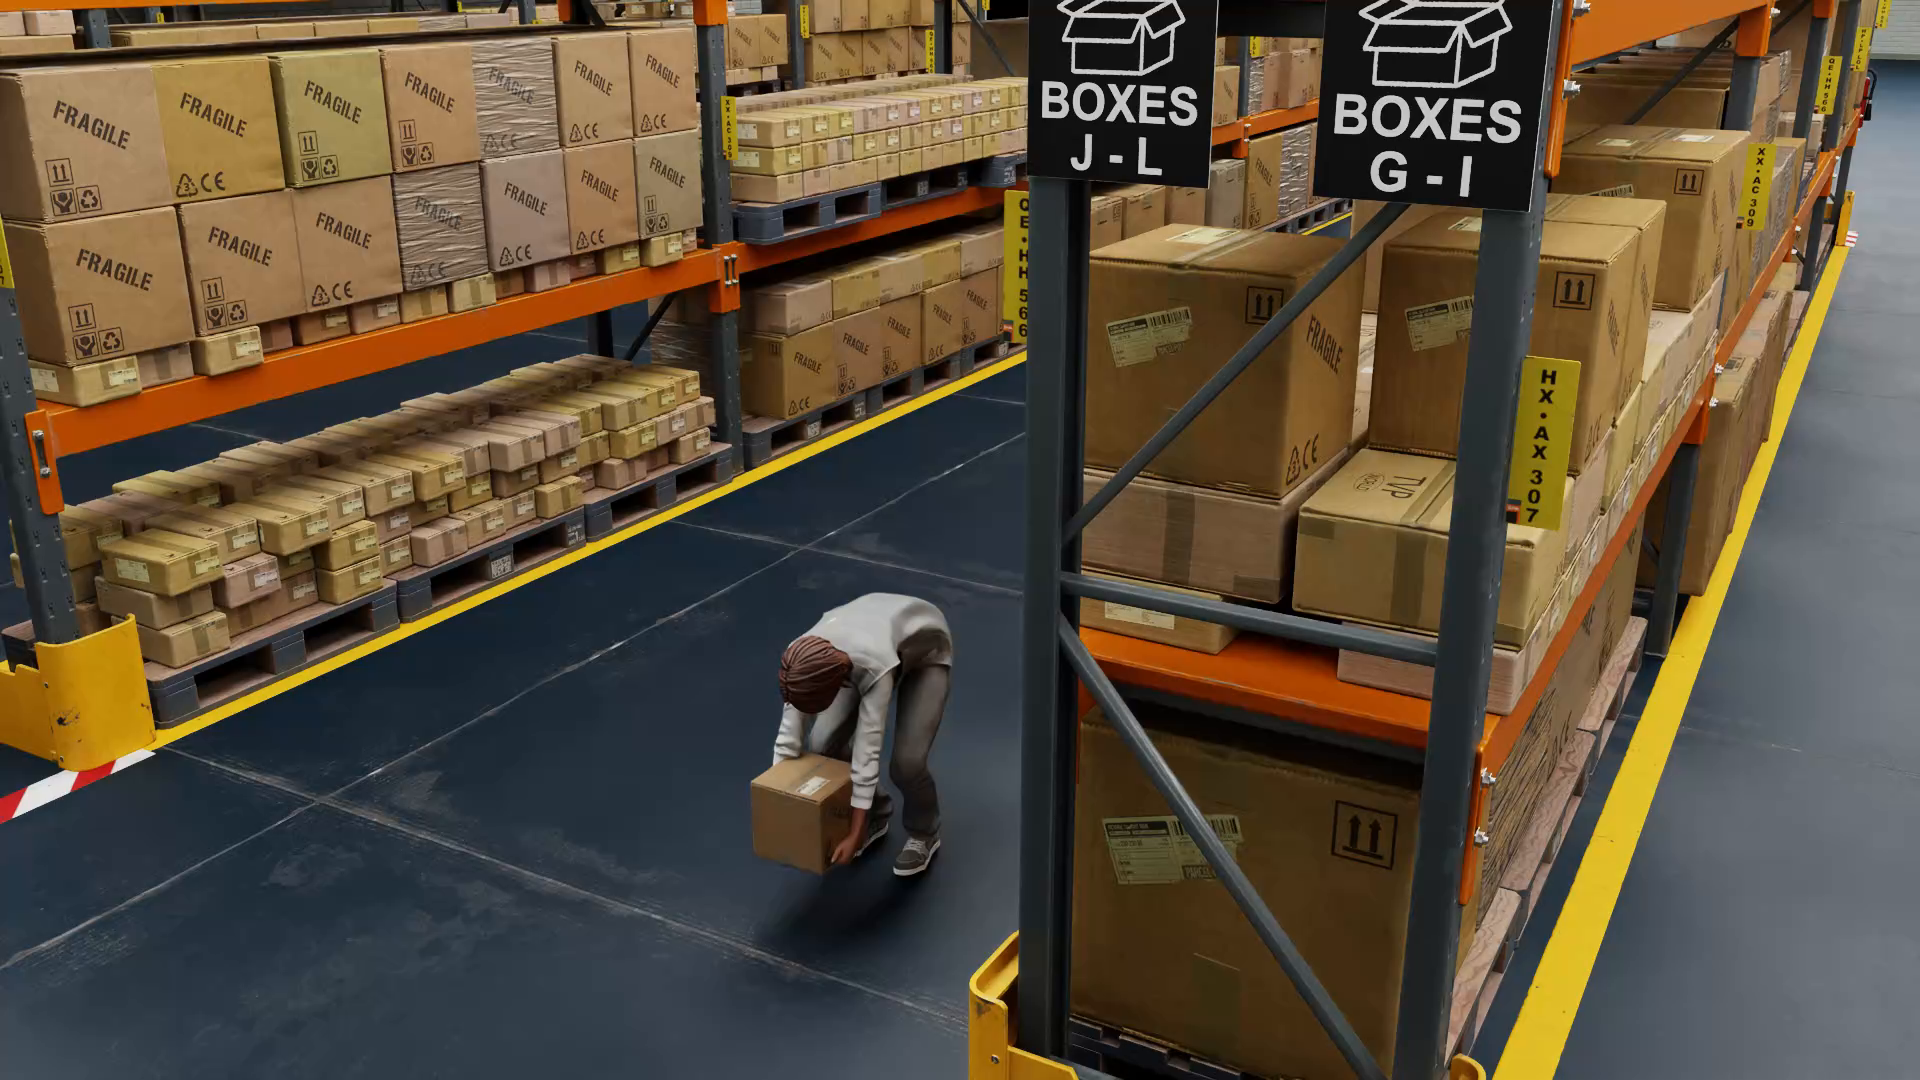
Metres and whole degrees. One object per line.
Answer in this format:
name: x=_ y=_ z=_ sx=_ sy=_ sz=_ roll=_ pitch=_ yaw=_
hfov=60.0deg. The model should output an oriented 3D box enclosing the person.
person: x=-0.307 y=0.643 z=5.254 sx=0.425 sy=0.949 sz=0.862 roll=10 pitch=22 yaw=25
